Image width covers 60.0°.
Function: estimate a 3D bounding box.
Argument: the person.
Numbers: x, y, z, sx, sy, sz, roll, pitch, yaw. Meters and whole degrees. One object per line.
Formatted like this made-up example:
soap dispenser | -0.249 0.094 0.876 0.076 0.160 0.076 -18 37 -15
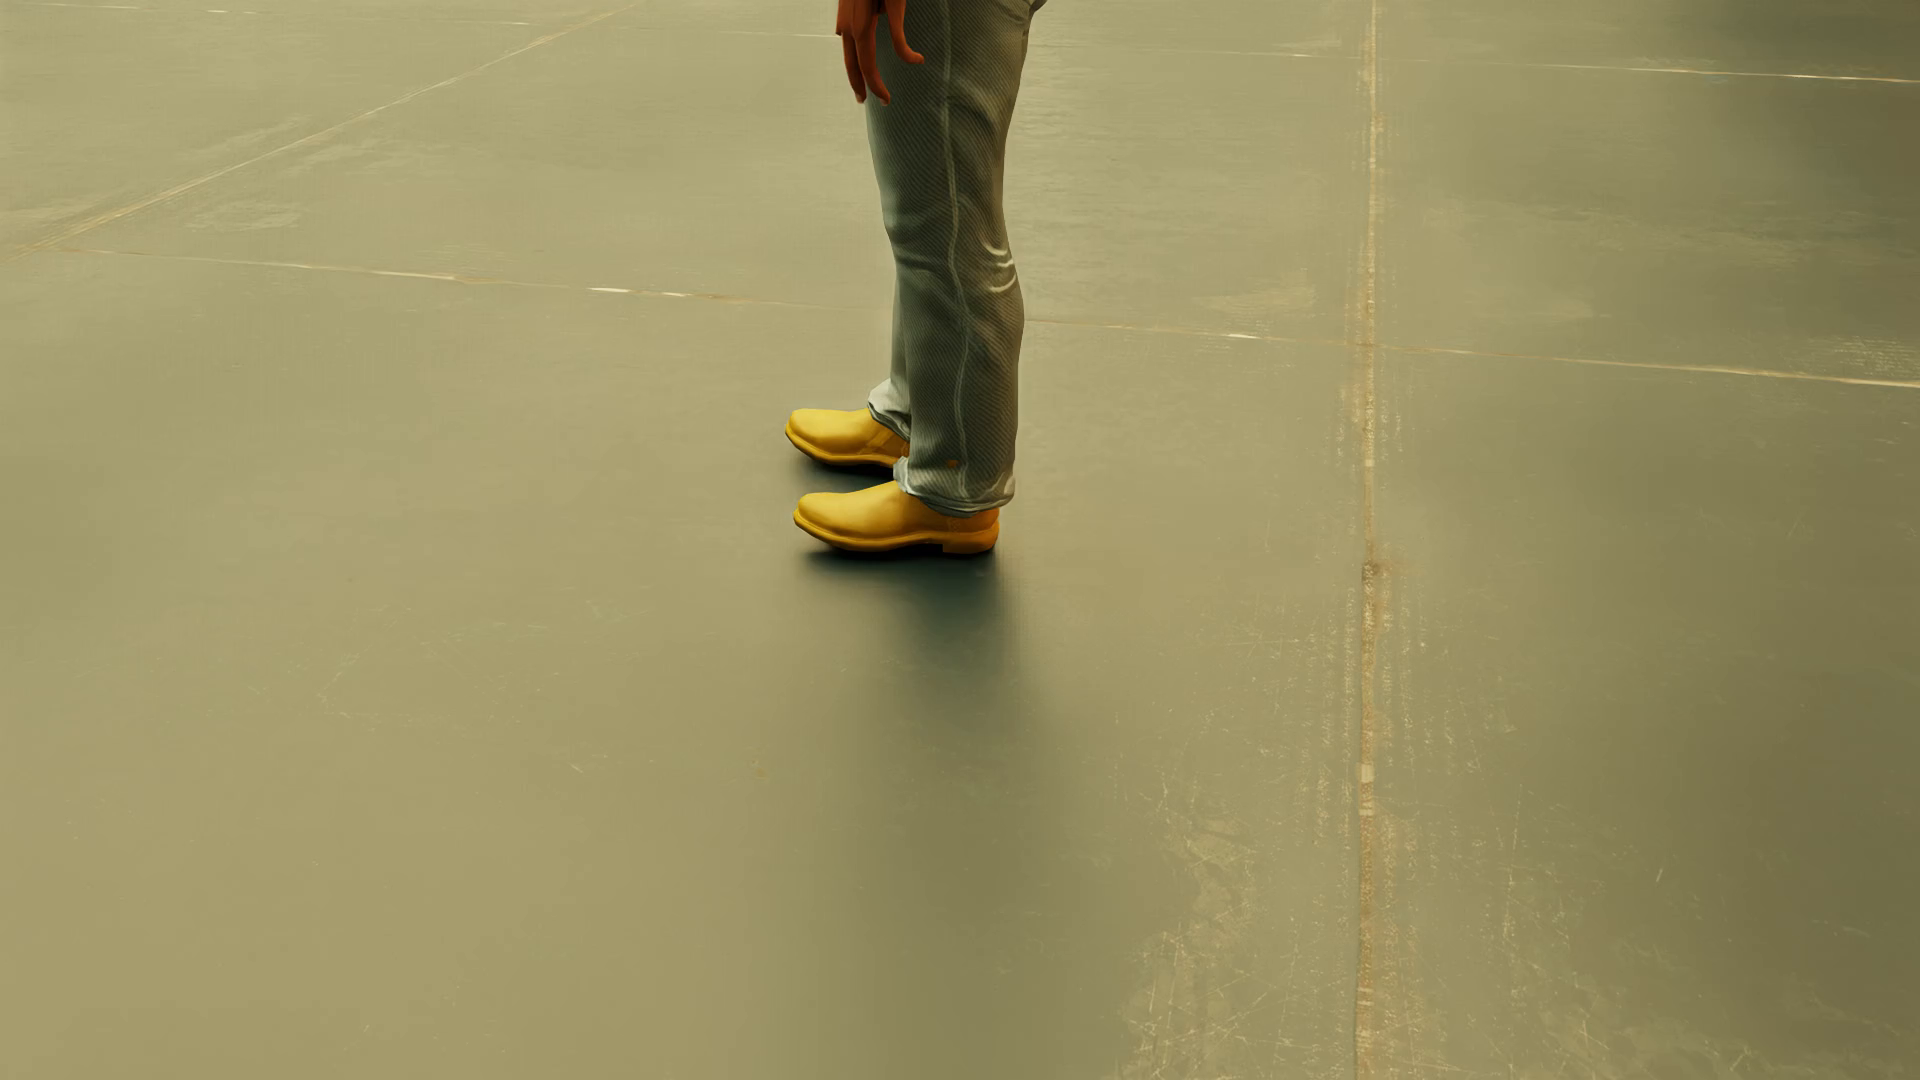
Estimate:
person | -0.066 -0.804 2.117 0.577 1.765 0.666 6 27 11
